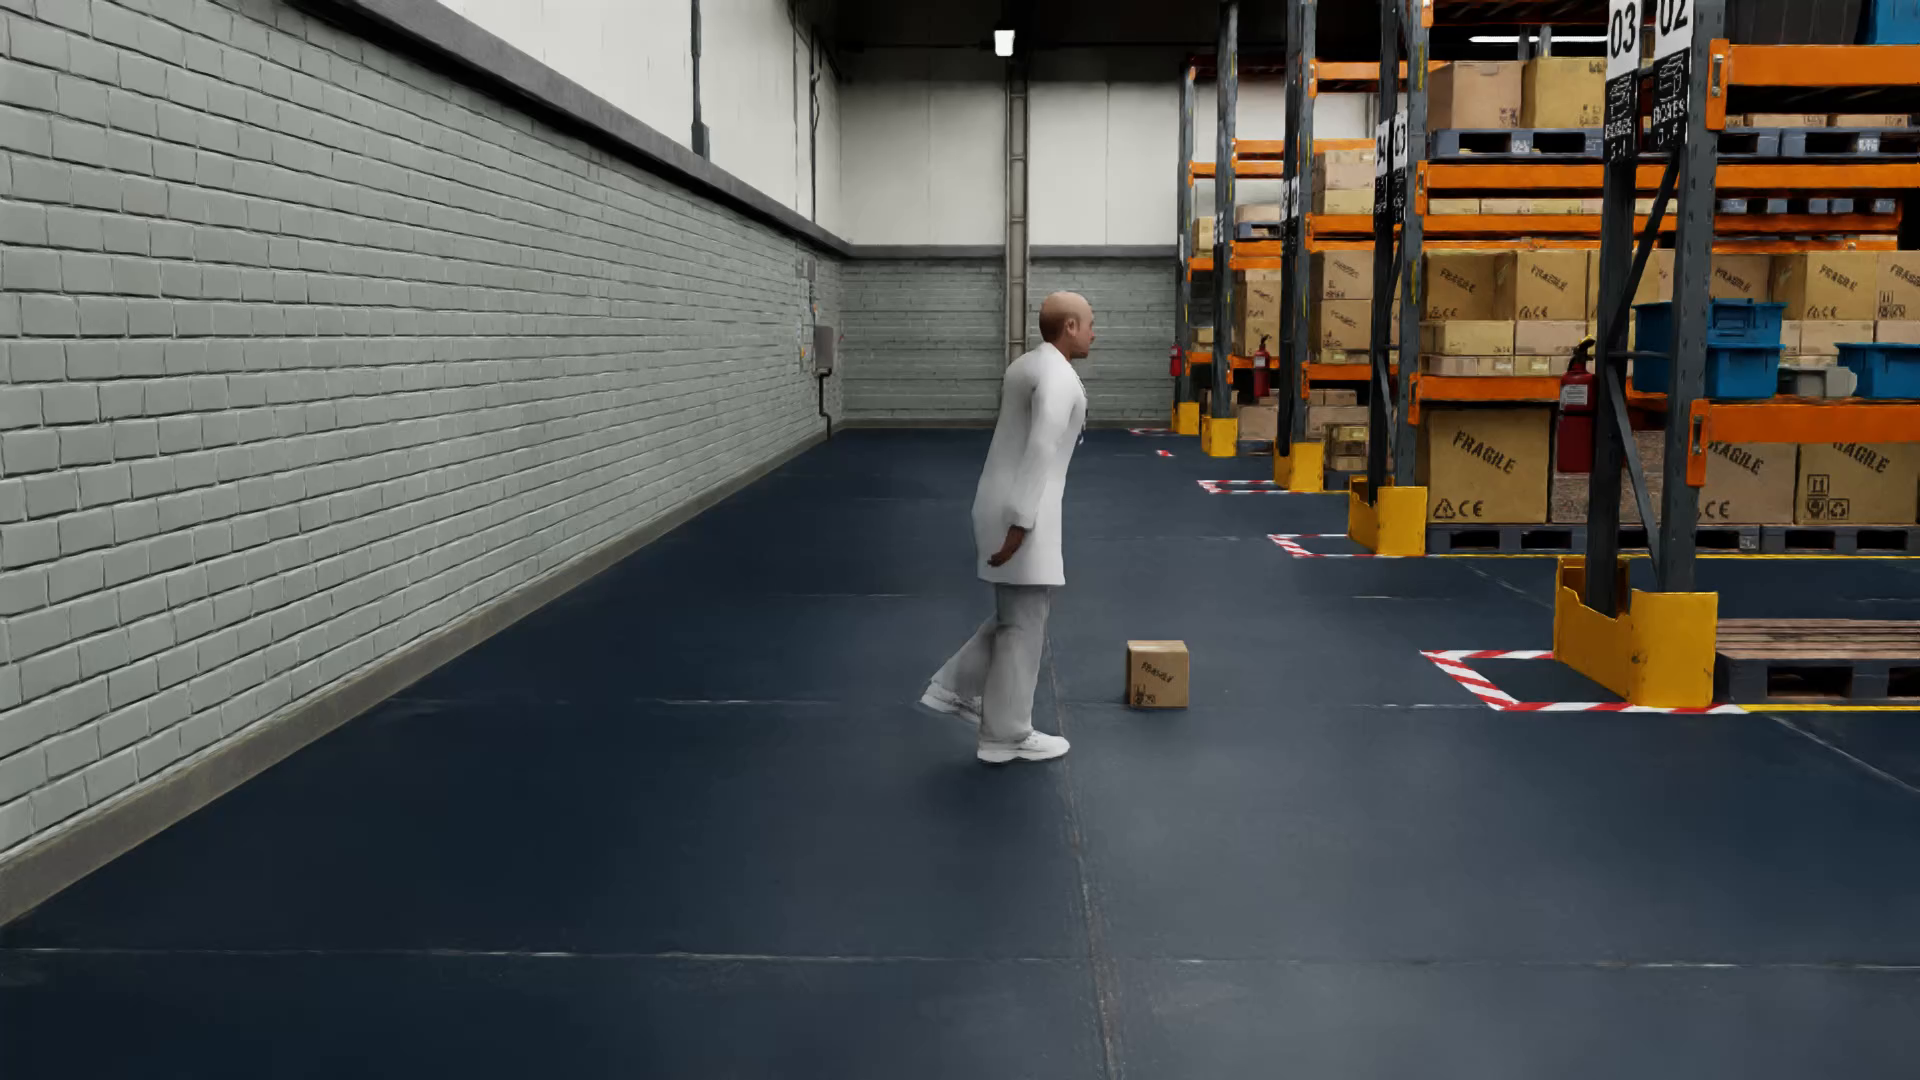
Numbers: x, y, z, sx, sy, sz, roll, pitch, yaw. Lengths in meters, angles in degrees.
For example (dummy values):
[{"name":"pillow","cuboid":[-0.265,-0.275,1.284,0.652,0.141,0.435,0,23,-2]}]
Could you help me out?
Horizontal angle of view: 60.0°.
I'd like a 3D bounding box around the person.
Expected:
[{"name":"person","cuboid":[0.195,-0.055,6.292,0.661,1.757,0.583,-2,7,-17]}]
